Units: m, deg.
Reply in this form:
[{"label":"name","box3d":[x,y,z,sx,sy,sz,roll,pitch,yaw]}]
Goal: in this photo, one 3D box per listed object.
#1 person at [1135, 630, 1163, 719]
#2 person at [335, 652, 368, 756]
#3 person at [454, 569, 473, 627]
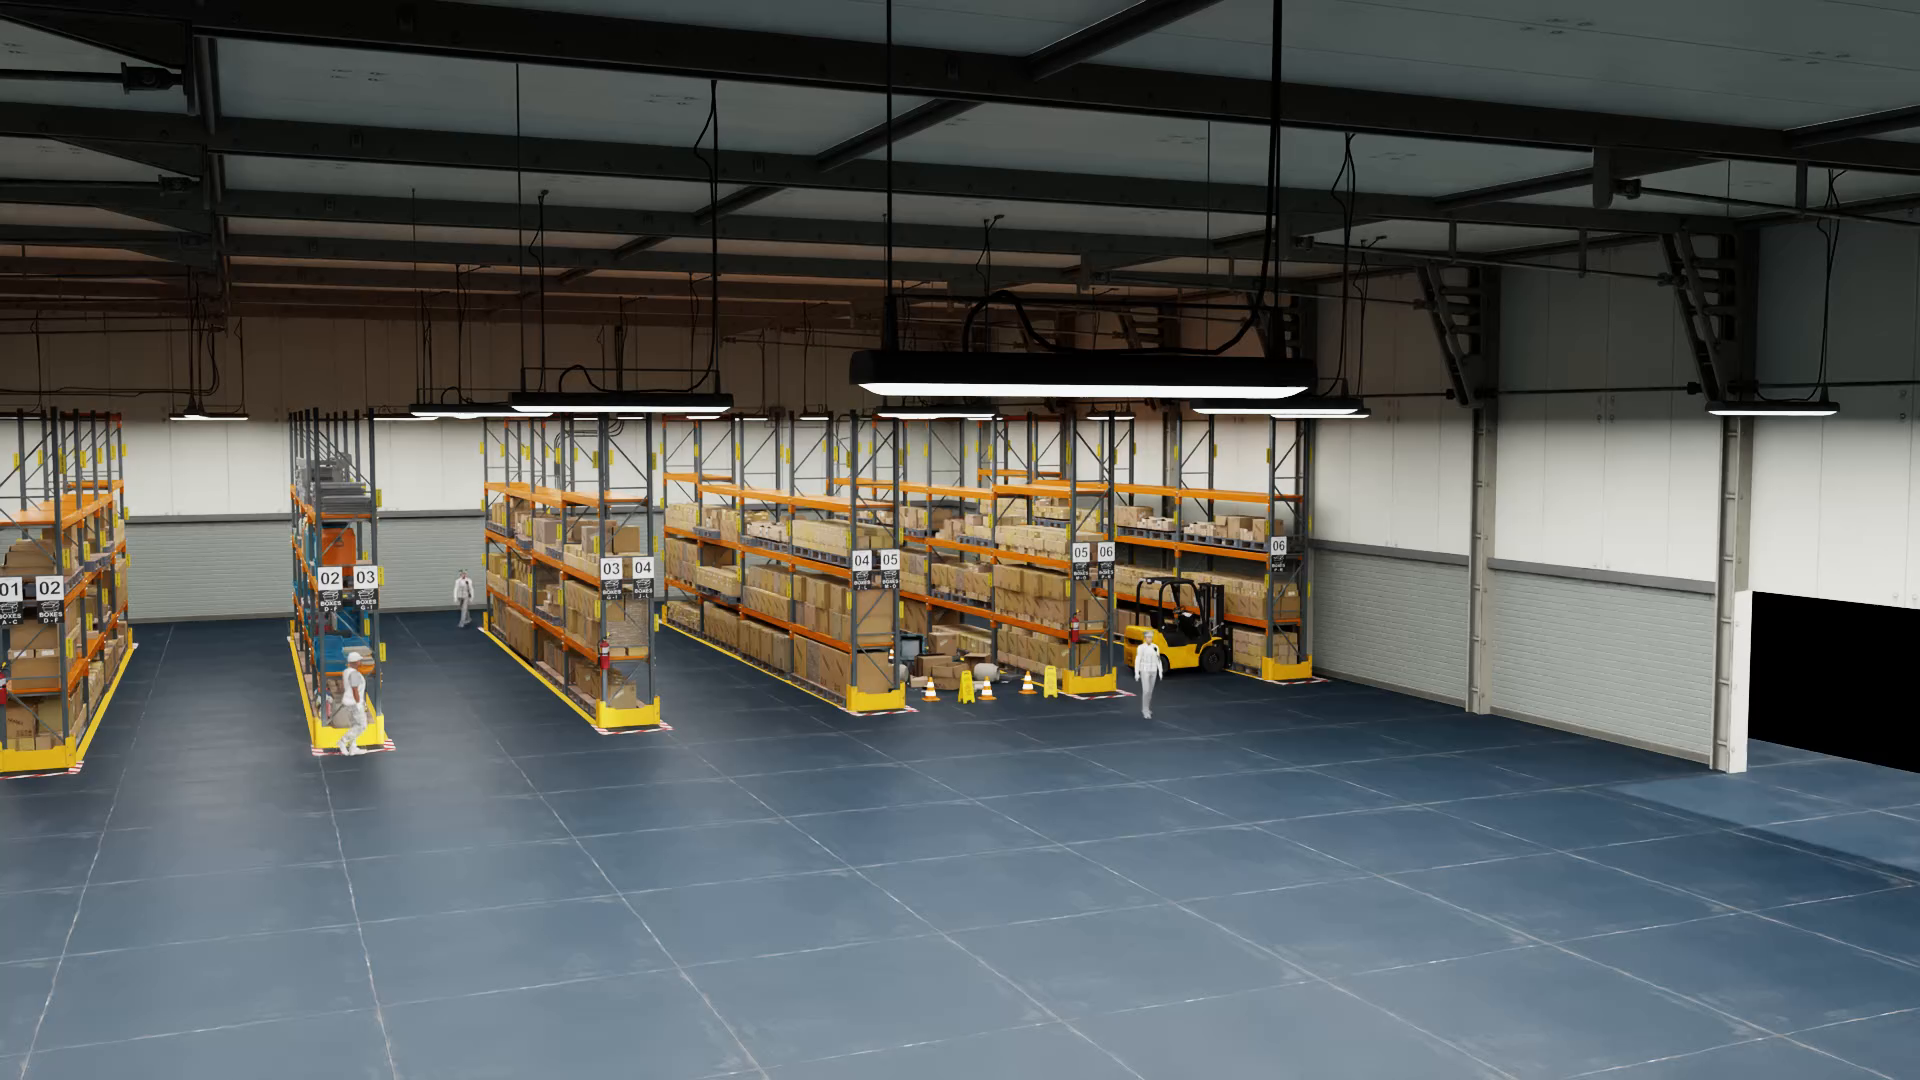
[{"label":"person","box3d":[3.704,2.605,32.510,0.514,1.696,0.516,-1,4,-20]},{"label":"person","box3d":[-10.458,2.816,28.525,0.544,1.784,0.585,-2,5,-29]},{"label":"person","box3d":[-13.980,1.612,46.833,0.442,1.615,1.075,1,4,9]}]
